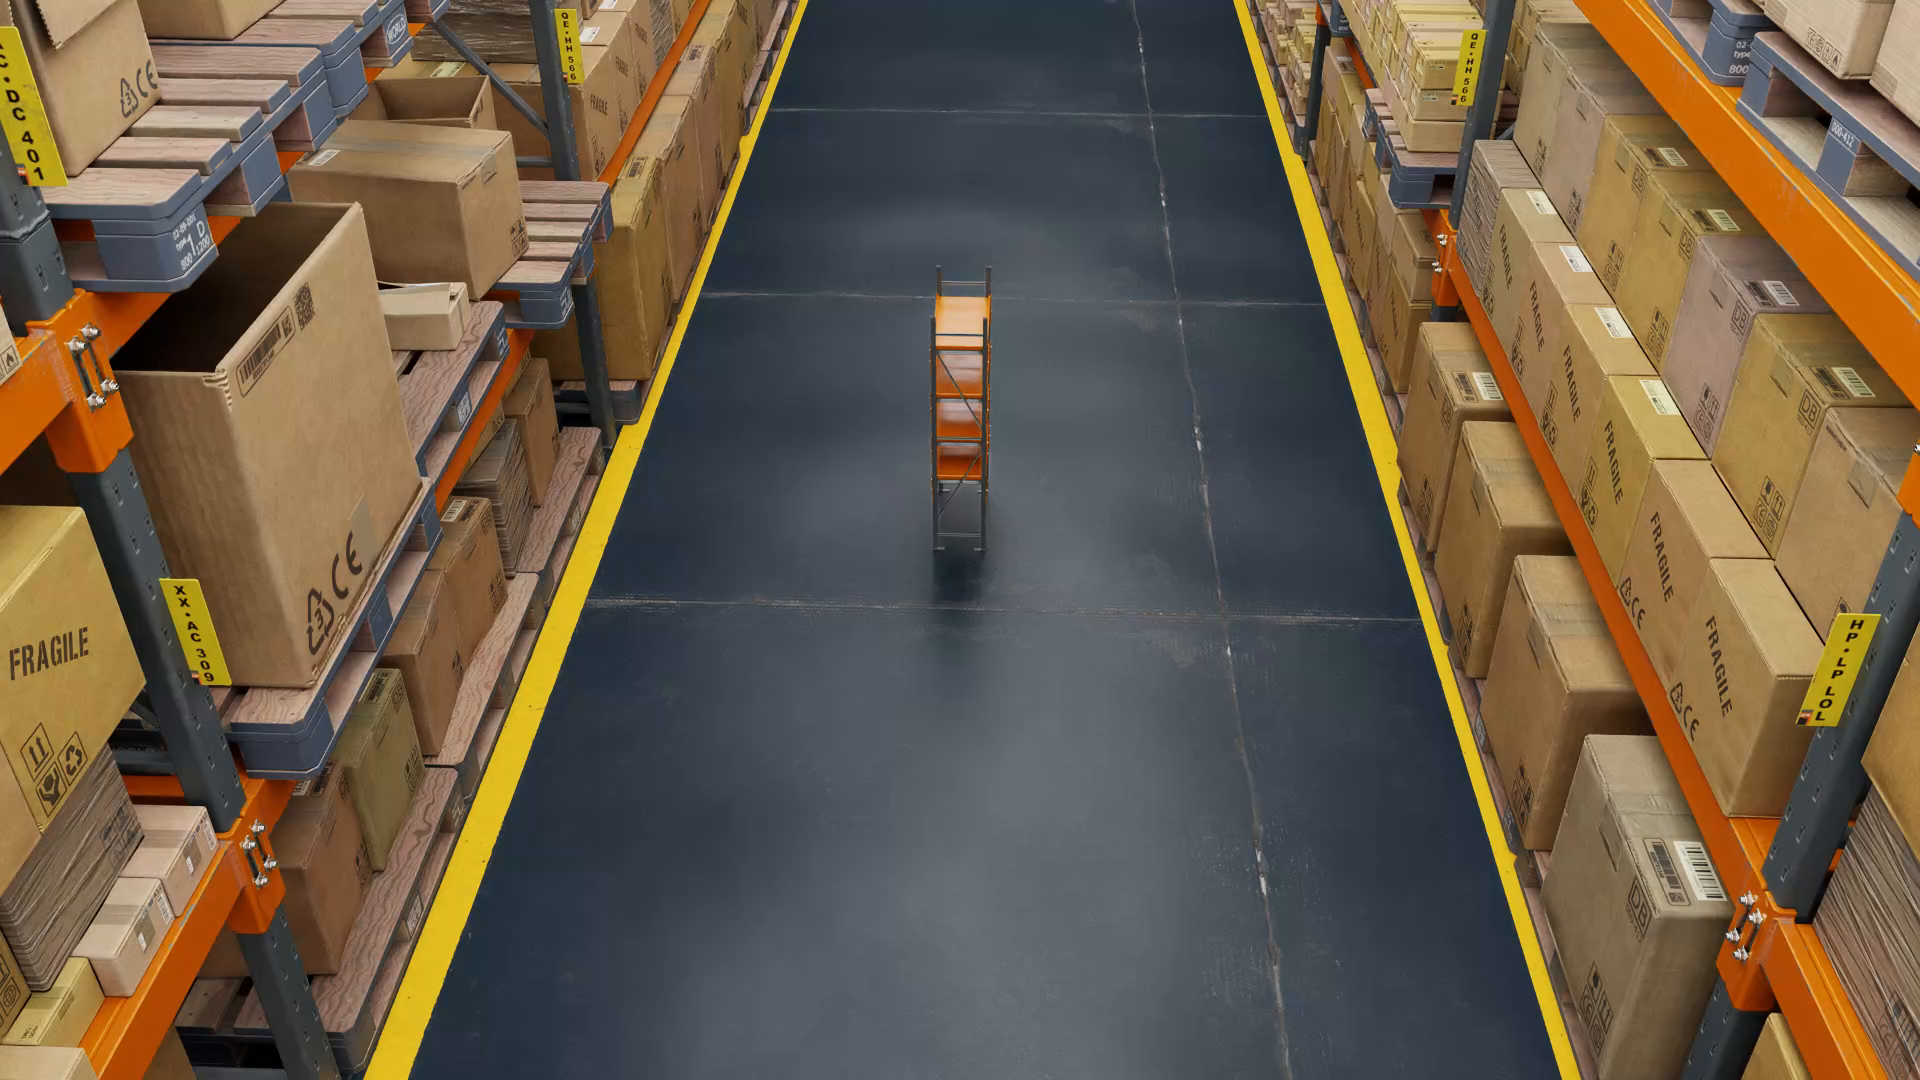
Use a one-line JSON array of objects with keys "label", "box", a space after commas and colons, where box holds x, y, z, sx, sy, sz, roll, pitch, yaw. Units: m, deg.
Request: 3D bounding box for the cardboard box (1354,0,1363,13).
[{"label": "cardboard box", "box": [2.325, -2.926, 8.899, 0.380, 0.149, 0.250, 1, 35, 1]}]

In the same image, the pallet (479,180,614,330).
[{"label": "pallet", "box": [-2.174, -1.234, 7.064, 1.213, 0.211, 1.003, 1, 35, 2]}]

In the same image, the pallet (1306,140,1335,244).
[{"label": "pallet", "box": [2.831, -2.262, 10.784, 1.003, 0.211, 1.213, 1, 35, 2]}]

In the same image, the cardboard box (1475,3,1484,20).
[{"label": "cardboard box", "box": [2.983, -2.784, 8.956, 0.380, 0.149, 0.250, 0, 35, 0]}]

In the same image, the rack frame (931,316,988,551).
[{"label": "rack frame", "box": [-0.003, -0.446, 7.341, 0.240, 1.200, 0.015, 1, 35, 2]}]

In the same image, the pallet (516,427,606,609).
[{"label": "pallet", "box": [-2.285, -0.134, 7.758, 1.003, 0.211, 1.213, 1, 35, 2]}]

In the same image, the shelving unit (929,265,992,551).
[{"label": "shelving unit", "box": [0.007, -0.586, 7.540, 0.258, 1.200, 0.503, 1, 35, 2]}]

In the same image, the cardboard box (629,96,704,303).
[{"label": "cardboard box", "box": [-2.160, -1.935, 9.377, 1.225, 0.875, 0.875, 1, 35, 2]}]

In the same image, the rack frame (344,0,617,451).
[{"label": "rack frame", "box": [-2.252, -1.724, 7.595, 1.000, 3.000, 0.127, 1, 35, 2]}]

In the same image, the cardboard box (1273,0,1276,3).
[{"label": "cardboard box", "box": [2.714, -4.272, 13.333, 0.380, 0.149, 0.250, 1, 35, 2]}]

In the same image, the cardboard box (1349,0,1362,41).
[{"label": "cardboard box", "box": [2.325, -2.808, 8.990, 0.380, 0.149, 0.250, 0, 35, 0]}]

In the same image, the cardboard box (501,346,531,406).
[{"label": "cardboard box", "box": [-2.249, -0.803, 7.423, 0.500, 0.250, 0.500, 3, 35, 4]}]

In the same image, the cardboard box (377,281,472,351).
[{"label": "cardboard box", "box": [-2.049, -0.877, 6.141, 0.396, 0.266, 0.258, 0, 35, 1]}]

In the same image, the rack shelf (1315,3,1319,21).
[{"label": "rack shelf", "box": [2.941, -4.705, 12.461, 1.077, 0.370, 4.000, 1, 35, 2]}]

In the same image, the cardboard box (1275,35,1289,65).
[{"label": "cardboard box", "box": [2.578, -3.683, 12.496, 0.380, 0.149, 0.250, 1, 35, 2]}]

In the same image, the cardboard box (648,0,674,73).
[{"label": "cardboard box", "box": [-1.903, -2.916, 9.204, 0.500, 0.500, 0.500, 1, 35, 2]}]

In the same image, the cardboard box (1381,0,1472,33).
[{"label": "cardboard box", "box": [2.292, -2.604, 8.183, 0.380, 0.149, 0.250, 2, 35, 3]}]

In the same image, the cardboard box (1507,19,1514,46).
[{"label": "cardboard box", "box": [2.957, -2.613, 8.454, 0.380, 0.149, 0.250, 1, 35, 2]}]

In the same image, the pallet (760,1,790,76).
[{"label": "pallet", "box": [-1.936, -4.019, 13.286, 1.003, 0.211, 1.213, 1, 35, 2]}]

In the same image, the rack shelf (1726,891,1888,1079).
[{"label": "rack shelf", "box": [2.459, 2.190, 2.651, 1.077, 0.370, 4.000, 1, 35, 2]}]

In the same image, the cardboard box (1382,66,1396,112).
[{"label": "cardboard box", "box": [2.282, -2.205, 8.132, 0.380, 0.149, 0.250, 2, 35, 3]}]

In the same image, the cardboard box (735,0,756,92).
[{"label": "cardboard box", "box": [-1.985, -3.702, 11.892, 0.875, 0.875, 0.875, 1, 35, 2]}]

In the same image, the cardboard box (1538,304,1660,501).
[{"label": "cardboard box", "box": [2.352, -0.473, 5.727, 0.500, 0.500, 0.500, 1, 35, 1]}]

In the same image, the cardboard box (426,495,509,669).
[{"label": "cardboard box", "box": [-2.284, 0.149, 6.721, 0.700, 0.500, 0.500, 4, 35, 6]}]

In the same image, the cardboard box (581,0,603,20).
[{"label": "cardboard box", "box": [-2.177, -2.970, 8.407, 0.797, 0.503, 0.637, 2, 35, 3]}]

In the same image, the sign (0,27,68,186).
[{"label": "sign", "box": [-1.870, -0.857, 3.302, 0.100, 0.325, 0.005, 1, 35, 2]}]

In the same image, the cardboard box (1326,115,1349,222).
[{"label": "cardboard box", "box": [2.547, -2.276, 10.189, 0.500, 0.500, 0.500, 3, 35, 4]}]

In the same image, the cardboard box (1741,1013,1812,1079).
[{"label": "cardboard box", "box": [2.444, 1.804, 4.057, 0.875, 0.875, 0.875, 2, 35, 3]}]

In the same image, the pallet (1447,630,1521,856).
[{"label": "pallet", "box": [2.542, 0.740, 6.514, 1.003, 0.211, 1.213, 1, 35, 2]}]

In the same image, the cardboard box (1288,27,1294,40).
[{"label": "cardboard box", "box": [2.646, -3.764, 12.353, 0.380, 0.149, 0.250, 2, 35, 3]}]

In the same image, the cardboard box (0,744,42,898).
[{"label": "cardboard box", "box": [-2.174, 0.554, 3.137, 0.500, 0.500, 0.500, 1, 35, 2]}]

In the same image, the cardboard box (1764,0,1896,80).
[{"label": "cardboard box", "box": [2.369, -1.347, 4.127, 0.500, 0.250, 0.500, 1, 35, 1]}]

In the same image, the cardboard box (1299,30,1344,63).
[{"label": "cardboard box", "box": [2.586, -3.457, 11.657, 0.380, 0.149, 0.250, 2, 35, 2]}]

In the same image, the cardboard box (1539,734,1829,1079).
[{"label": "cardboard box", "box": [2.475, 1.136, 5.116, 1.050, 0.750, 0.750, 1, 35, 2]}]

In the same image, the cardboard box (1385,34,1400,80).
[{"label": "cardboard box", "box": [2.282, -2.341, 8.067, 0.380, 0.149, 0.250, 2, 35, 3]}]

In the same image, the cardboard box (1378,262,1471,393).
[{"label": "cardboard box", "box": [2.465, -1.085, 8.494, 0.500, 0.500, 0.500, 1, 35, 2]}]

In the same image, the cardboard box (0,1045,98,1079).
[{"label": "cardboard box", "box": [-2.116, 1.239, 3.597, 0.380, 0.149, 0.250, 1, 35, 2]}]

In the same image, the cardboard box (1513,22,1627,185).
[{"label": "cardboard box", "box": [2.672, -1.744, 6.666, 0.700, 0.500, 0.500, 1, 35, 2]}]

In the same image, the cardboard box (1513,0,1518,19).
[{"label": "cardboard box", "box": [2.955, -2.728, 8.359, 0.380, 0.149, 0.250, 3, 35, 4]}]

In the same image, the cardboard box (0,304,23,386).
[{"label": "cardboard box", "box": [-2.170, -0.324, 3.124, 0.500, 0.250, 0.500, 3, 35, 4]}]

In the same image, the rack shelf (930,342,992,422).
[{"label": "rack shelf", "box": [0.007, -0.714, 7.450, 0.258, 0.148, 0.480, 1, 35, 2]}]

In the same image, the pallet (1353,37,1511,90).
[{"label": "pallet", "box": [2.739, -2.611, 9.024, 1.003, 0.211, 1.213, 1, 35, 2]}]

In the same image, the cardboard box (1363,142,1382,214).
[{"label": "cardboard box", "box": [2.511, -1.989, 9.127, 0.500, 0.250, 0.500, 2, 35, 3]}]

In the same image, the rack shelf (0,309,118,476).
[{"label": "rack shelf", "box": [-2.493, 0.790, 2.034, 1.077, 0.370, 4.000, 1, 35, 2]}]

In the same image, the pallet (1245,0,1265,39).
[{"label": "pallet", "box": [2.951, -4.497, 13.966, 1.003, 0.211, 1.213, 1, 35, 2]}]

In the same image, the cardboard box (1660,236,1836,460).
[{"label": "cardboard box", "box": [2.593, -0.575, 5.003, 0.700, 0.500, 0.500, 2, 35, 2]}]

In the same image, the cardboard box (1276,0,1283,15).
[{"label": "cardboard box", "box": [2.594, -4.060, 12.515, 0.380, 0.149, 0.250, 0, 35, 0]}]
